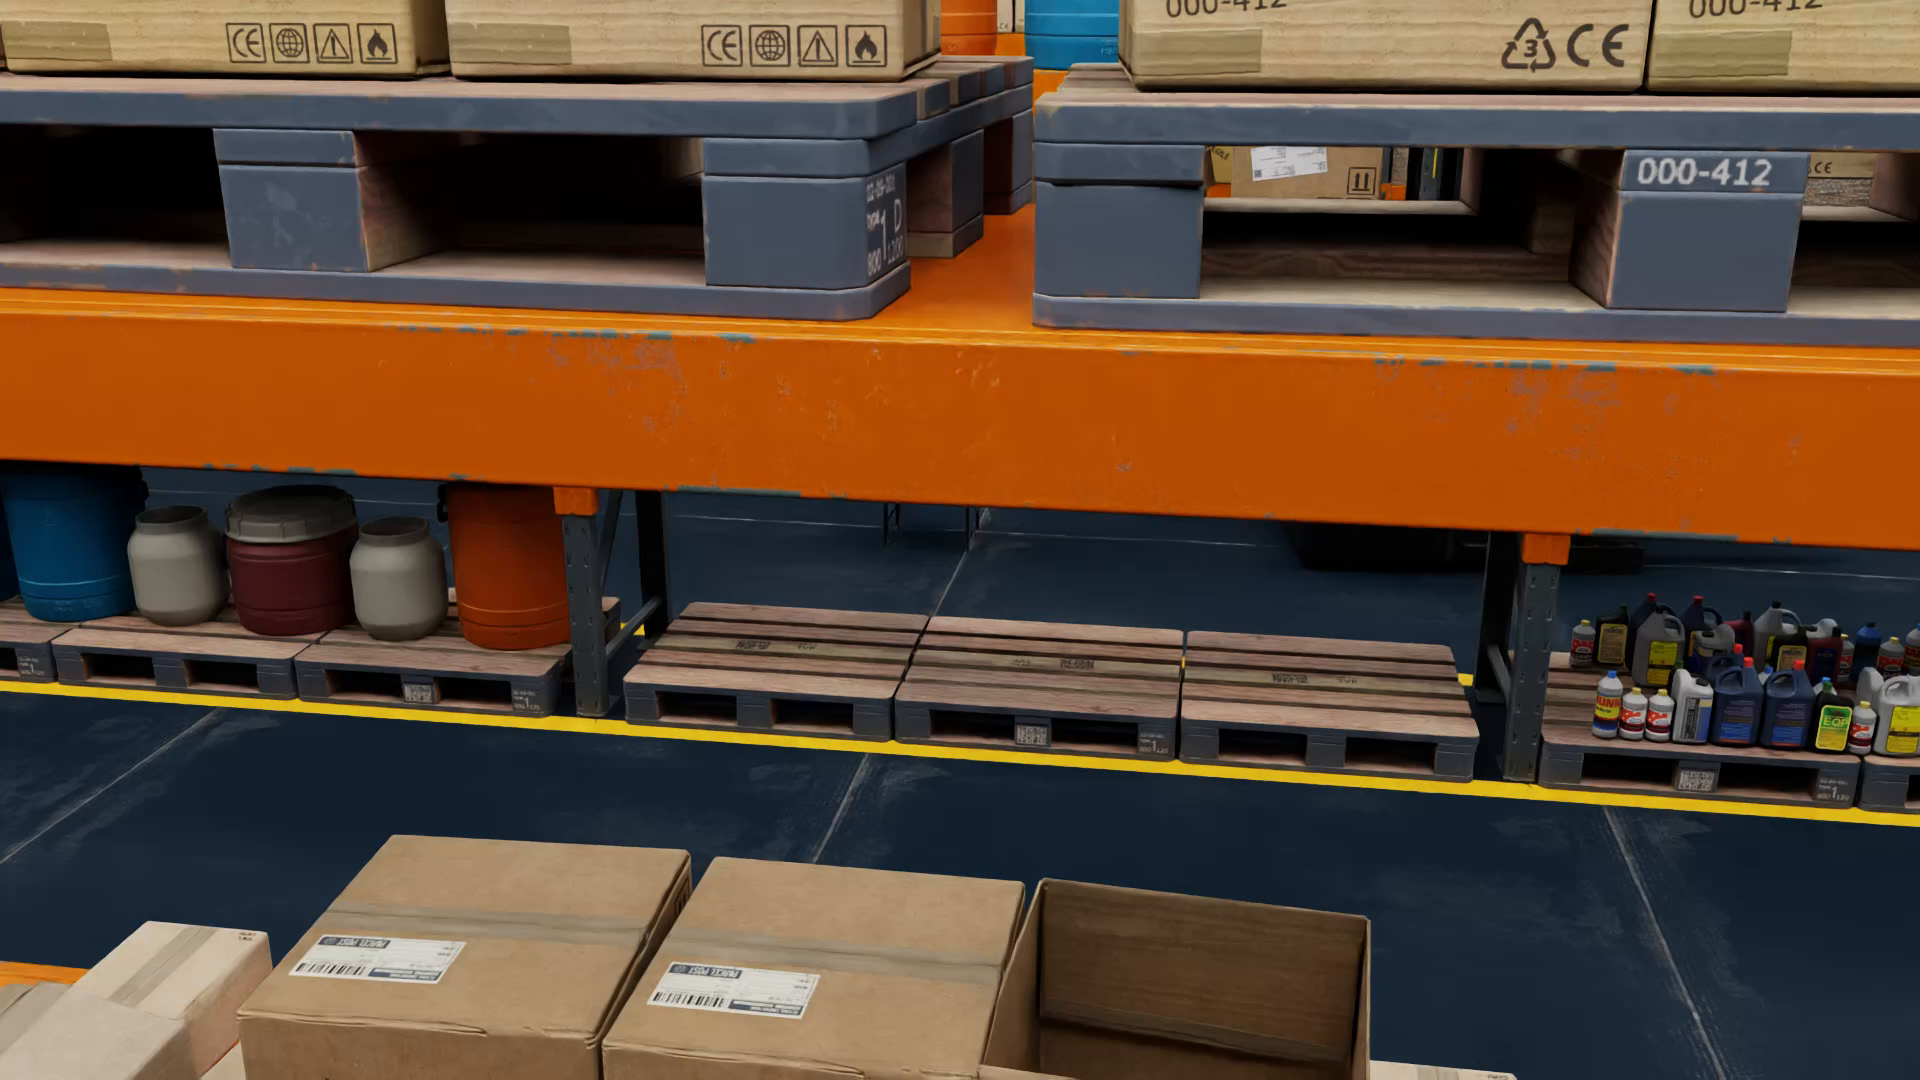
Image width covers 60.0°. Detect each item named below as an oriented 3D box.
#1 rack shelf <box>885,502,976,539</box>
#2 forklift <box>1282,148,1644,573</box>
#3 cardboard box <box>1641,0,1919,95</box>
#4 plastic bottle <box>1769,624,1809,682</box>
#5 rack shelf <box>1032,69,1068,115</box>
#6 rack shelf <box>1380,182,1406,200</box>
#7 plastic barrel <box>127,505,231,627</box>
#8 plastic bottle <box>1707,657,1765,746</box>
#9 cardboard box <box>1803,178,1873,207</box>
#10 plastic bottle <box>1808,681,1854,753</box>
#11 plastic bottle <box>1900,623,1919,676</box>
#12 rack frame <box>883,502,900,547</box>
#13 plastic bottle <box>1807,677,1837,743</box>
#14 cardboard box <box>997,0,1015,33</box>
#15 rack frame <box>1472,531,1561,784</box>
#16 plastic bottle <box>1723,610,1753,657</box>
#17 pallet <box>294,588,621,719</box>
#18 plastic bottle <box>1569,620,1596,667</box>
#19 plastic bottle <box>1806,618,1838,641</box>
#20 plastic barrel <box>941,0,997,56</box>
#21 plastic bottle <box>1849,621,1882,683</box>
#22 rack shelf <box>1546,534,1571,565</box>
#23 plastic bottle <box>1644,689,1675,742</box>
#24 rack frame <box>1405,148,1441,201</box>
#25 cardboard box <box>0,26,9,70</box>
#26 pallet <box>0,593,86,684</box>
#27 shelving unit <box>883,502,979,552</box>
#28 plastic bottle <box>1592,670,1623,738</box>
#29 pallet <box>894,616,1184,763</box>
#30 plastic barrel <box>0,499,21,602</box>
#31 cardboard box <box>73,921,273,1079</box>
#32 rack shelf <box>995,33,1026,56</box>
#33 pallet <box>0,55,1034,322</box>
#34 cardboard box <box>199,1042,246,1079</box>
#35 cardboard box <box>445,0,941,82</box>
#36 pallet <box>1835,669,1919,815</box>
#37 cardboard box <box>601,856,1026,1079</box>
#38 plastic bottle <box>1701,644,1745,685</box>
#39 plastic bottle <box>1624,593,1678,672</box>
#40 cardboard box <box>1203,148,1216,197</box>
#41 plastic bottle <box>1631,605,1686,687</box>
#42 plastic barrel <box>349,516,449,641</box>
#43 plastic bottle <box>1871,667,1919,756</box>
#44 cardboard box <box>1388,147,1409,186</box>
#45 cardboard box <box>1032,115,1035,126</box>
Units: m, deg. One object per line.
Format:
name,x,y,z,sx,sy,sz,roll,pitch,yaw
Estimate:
rack shelf,-0.163,-0.327,9.721,0.480,0.518,0.431,3,19,9
forklift,3.431,-1.375,9.293,3.031,2.935,1.130,0,19,1
cardboard box,0.979,-0.615,1.761,0.500,0.250,0.500,5,19,14
plastic bottle,3.574,0.499,7.173,0.133,0.283,0.061,3,19,9
rack shelf,0.400,-1.764,6.755,4.000,0.370,1.077,3,19,9
rack shelf,6.022,-3.241,15.896,4.000,0.370,1.077,3,19,9
plastic barrel,-3.747,0.121,7.974,0.421,0.512,0.421,0,18,0
plastic bottle,3.106,0.636,6.656,0.185,0.351,0.144,3,19,10
cardboard box,5.572,-2.184,10.976,0.500,0.500,0.875,3,19,9
plastic bottle,3.449,0.699,6.575,0.133,0.283,0.061,4,19,11
plastic bottle,4.146,0.493,7.208,0.097,0.271,0.097,0,18,0
rack frame,-0.404,-1.016,9.532,0.015,2.100,0.400,3,19,9
plastic bottle,3.444,0.679,6.654,0.097,0.271,0.097,0,18,0
cardboard box,0.142,-3.557,11.216,0.500,0.250,0.500,3,19,10
rack frame,2.375,-0.582,6.816,0.127,3.000,1.000,3,19,9
plastic bottle,3.413,0.444,7.336,0.133,0.283,0.061,4,19,12
pallet,-2.359,0.512,7.940,1.213,0.211,1.003,3,19,9
plastic bottle,2.783,0.457,7.427,0.097,0.201,0.097,0,18,0
plastic bottle,3.725,0.478,7.246,0.135,0.276,0.152,3,19,10
plastic barrel,-0.152,-2.267,6.448,0.708,0.830,0.600,3,19,9
plastic bottle,3.946,0.483,7.239,0.097,0.271,0.097,0,18,0
rack shelf,4.350,-0.140,6.629,4.000,0.370,1.077,3,19,9
plastic bottle,2.821,0.700,6.701,0.097,0.201,0.097,0,18,0
rack frame,3.161,-2.134,11.453,0.127,3.000,1.000,3,19,9
cardboard box,-1.387,-0.757,2.184,0.500,0.250,0.500,3,19,10
pallet,-4.769,0.389,8.307,1.213,0.211,1.003,3,19,9
shelving unit,-0.163,-1.004,9.495,0.503,2.100,0.431,3,19,9
plastic bottle,2.620,0.656,6.721,0.097,0.271,0.097,0,18,0
pallet,0.385,0.652,7.521,1.213,0.211,1.003,3,19,9
plastic barrel,-4.989,-0.156,8.188,0.708,0.901,0.600,3,19,9
cardboard box,-1.432,0.846,2.944,0.250,0.149,0.380,3,19,9
rack shelf,1.186,-3.316,11.393,4.000,0.370,1.077,3,19,9
pallet,-0.575,-0.503,2.150,1.213,0.211,1.003,4,19,11
cardboard box,-1.096,0.934,2.681,0.250,0.149,0.380,4,19,13
cardboard box,-0.293,-0.697,2.005,0.500,0.250,0.500,1,19,4
pallet,4.239,0.848,6.937,1.213,0.211,1.003,3,19,9
cardboard box,-0.185,0.826,2.448,0.500,0.500,0.500,3,19,9
plastic bottle,3.129,0.591,6.791,0.185,0.351,0.144,3,19,9
plastic bottle,3.056,0.407,7.339,0.185,0.351,0.144,2,19,7
cardboard box,1.434,-2.440,11.545,0.637,0.503,0.797,5,19,14
plastic bottle,3.034,0.453,7.204,0.185,0.351,0.144,3,19,9
plastic barrel,-2.632,0.177,7.805,0.421,0.512,0.421,0,18,0
plastic bottle,3.712,0.667,6.564,0.185,0.351,0.144,3,19,8
cardboard box,4.413,-3.739,16.014,0.550,0.550,0.875,3,19,9
cardboard box,0.539,-4.380,16.433,0.500,0.500,0.700,3,19,8
